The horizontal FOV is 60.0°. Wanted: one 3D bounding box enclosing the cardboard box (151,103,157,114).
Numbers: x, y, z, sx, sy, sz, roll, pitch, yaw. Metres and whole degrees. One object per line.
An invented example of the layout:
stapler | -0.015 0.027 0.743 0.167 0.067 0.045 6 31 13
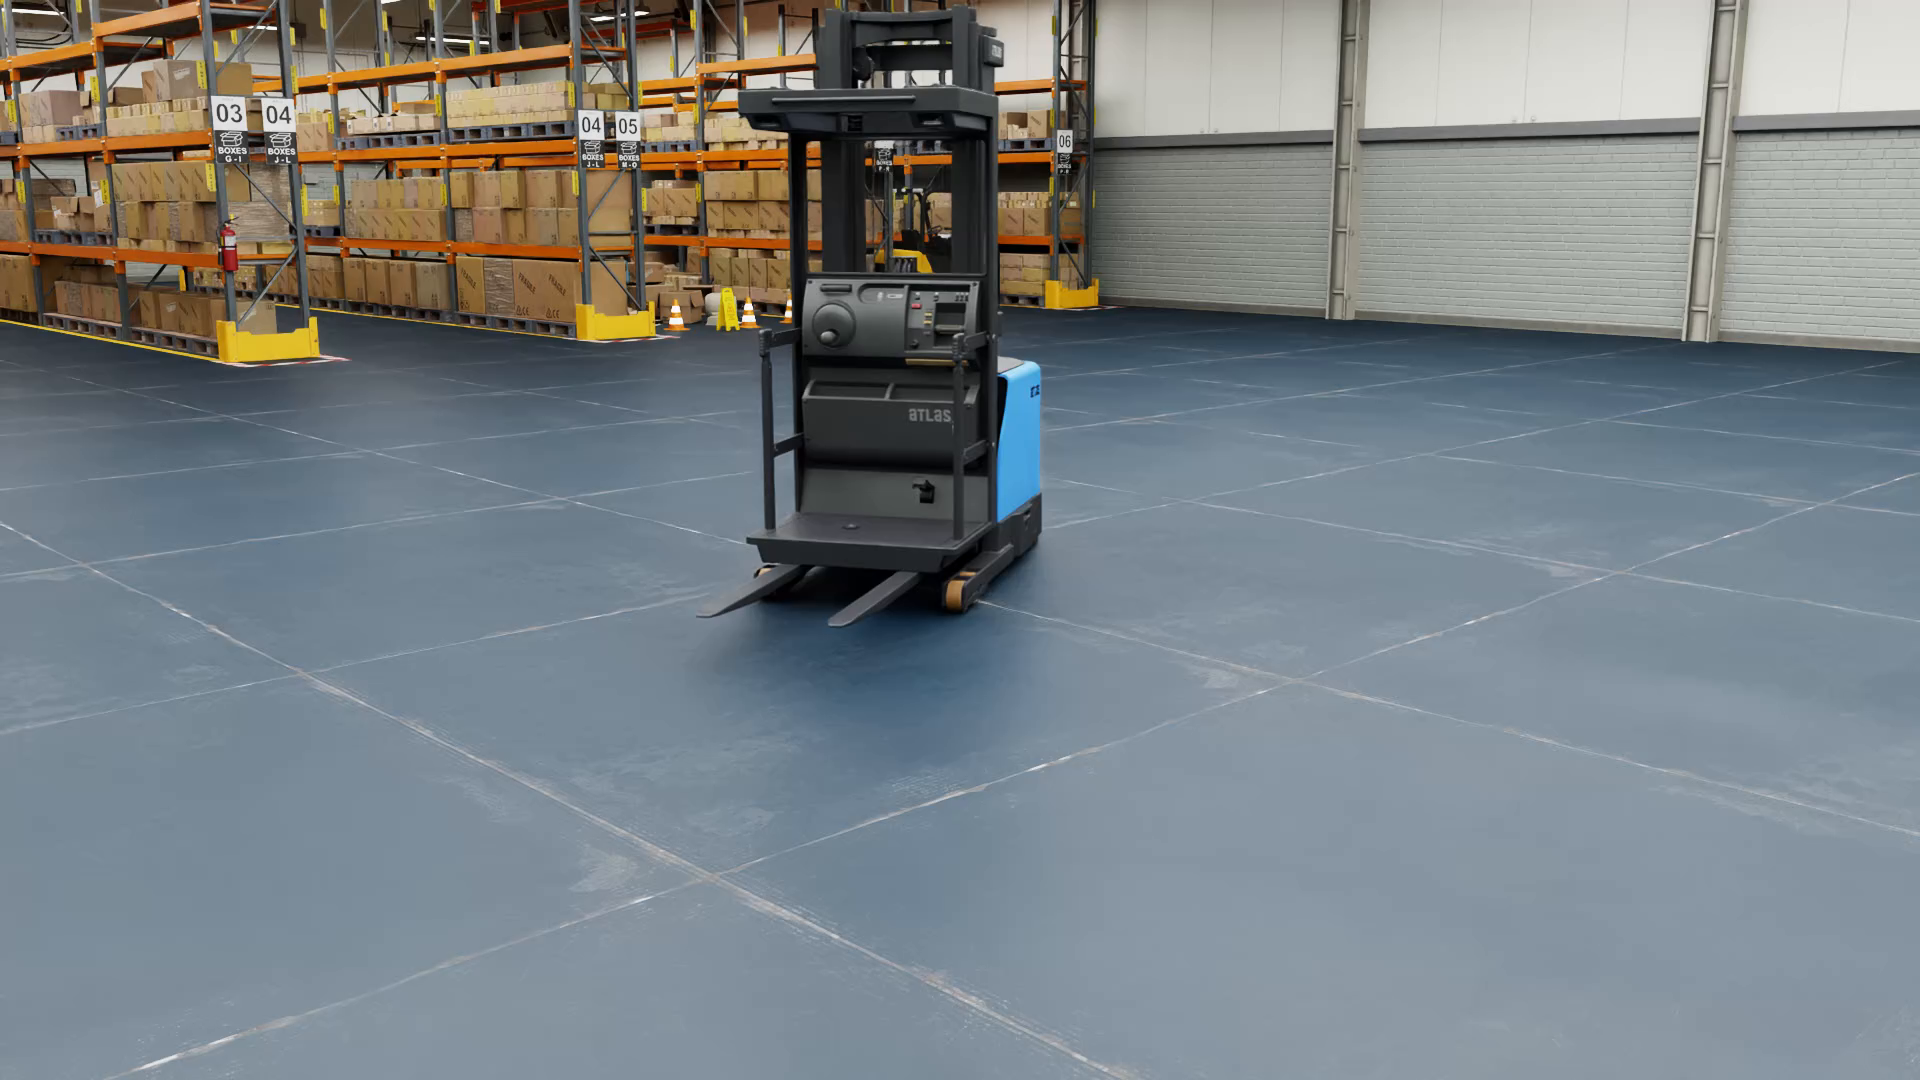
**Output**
cardboard box | -10.313 -5.621 21.713 0.380 0.149 0.250 -10 16 -41

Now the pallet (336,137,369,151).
pallet | -10.067 -6.889 28.950 1.213 0.211 1.003 -10 15 -40

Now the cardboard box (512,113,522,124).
cardboard box | -6.378 -6.219 24.564 0.380 0.149 0.250 -11 16 -42

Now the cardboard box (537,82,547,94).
cardboard box | -5.852 -6.499 23.945 0.380 0.149 0.250 -11 16 -42

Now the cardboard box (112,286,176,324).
cardboard box | -11.854 -3.423 24.195 0.500 0.500 0.700 10 15 41

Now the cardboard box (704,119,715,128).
cardboard box | -4.296 -7.365 29.438 0.380 0.149 0.250 -11 16 -44

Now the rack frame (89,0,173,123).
rack frame | -11.445 -7.277 22.932 1.000 3.000 0.127 -11 16 -43

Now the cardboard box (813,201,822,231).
cardboard box | -2.089 -5.371 27.565 0.500 0.500 0.500 -11 16 -44

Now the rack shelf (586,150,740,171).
rack shelf | -5.659 -7.128 31.427 1.077 0.370 4.000 -11 16 -43

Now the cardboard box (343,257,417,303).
cardboard box | -10.195 -4.601 29.346 1.050 0.750 0.750 -11 16 -43

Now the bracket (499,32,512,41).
bracket | -12.367 -13.741 45.384 0.235 0.232 0.430 -11 16 -43

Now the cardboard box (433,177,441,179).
cardboard box | -11.479 -8.005 36.998 0.250 0.149 0.380 11 16 44

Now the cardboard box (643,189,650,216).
cardboard box | -5.820 -6.380 31.420 0.500 0.500 0.500 11 16 43

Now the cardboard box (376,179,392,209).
cardboard box | -9.541 -5.923 28.499 0.700 0.500 0.500 -11 16 -43

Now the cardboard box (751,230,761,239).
cardboard box | -3.416 -5.318 28.913 0.380 0.149 0.250 -11 16 -42

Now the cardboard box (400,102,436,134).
cardboard box | -9.147 -7.157 28.247 0.500 0.500 0.500 -11 16 -43

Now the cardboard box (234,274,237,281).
cardboard box | -14.446 -5.299 33.483 0.380 0.149 0.250 -10 16 -41

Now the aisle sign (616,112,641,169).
aisle sign | -4.760 -5.736 23.877 0.394 0.787 0.004 -11 16 -43

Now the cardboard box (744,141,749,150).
cardboard box | -3.528 -6.837 28.851 0.250 0.149 0.380 11 16 43

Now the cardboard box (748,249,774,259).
cardboard box | -3.478 -5.000 29.053 0.380 0.149 0.250 -10 15 -39

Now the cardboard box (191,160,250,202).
cardboard box | -9.241 -4.485 20.785 0.500 0.500 0.500 -11 16 -43

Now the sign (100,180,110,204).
sign | -11.844 -4.828 23.043 0.100 0.325 0.005 -11 16 -43

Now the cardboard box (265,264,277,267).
cardboard box | -12.994 -5.387 31.920 0.500 0.250 0.500 11 16 43

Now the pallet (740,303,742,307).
pallet | -4.816 -4.467 31.072 1.003 0.211 1.213 -11 16 -43

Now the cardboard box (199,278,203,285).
cardboard box | -15.705 -5.428 34.849 0.380 0.149 0.250 -11 16 -43

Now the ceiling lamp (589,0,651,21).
ceiling lamp | -7.226 -12.948 35.992 0.800 3.185 2.000 -11 16 -43

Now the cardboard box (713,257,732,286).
cardboard box | -4.066 -4.822 29.799 0.500 0.500 0.500 -10 15 -40

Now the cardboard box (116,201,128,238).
cardboard box | -11.179 -4.459 23.137 0.875 0.500 0.500 -11 16 -43

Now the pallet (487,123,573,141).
pallet | -6.392 -6.142 25.076 1.003 0.211 1.213 -11 16 -43

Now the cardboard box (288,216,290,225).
cardboard box | -12.296 -5.917 30.778 0.250 0.149 0.380 11 16 43

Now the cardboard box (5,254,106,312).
cardboard box | -14.669 -4.191 27.046 0.875 0.875 1.225 11 16 43

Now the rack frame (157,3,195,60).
rack frame | -16.075 -9.705 34.716 1.000 3.000 0.127 -11 16 -43

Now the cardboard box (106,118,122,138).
cardboard box | -11.320 -5.633 22.758 0.500 0.250 0.500 11 16 43

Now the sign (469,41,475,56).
sign | -10.221 -10.287 34.834 0.100 0.325 0.005 -11 16 -43

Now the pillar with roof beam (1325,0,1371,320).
pillar with roof beam | 3.273 -7.518 24.102 9.100 9.000 0.400 -11 16 -43

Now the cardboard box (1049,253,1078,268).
cardboard box | 1.877 -5.273 31.369 0.500 0.250 0.500 -11 16 -43

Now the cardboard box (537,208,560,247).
cardboard box | -5.710 -4.630 24.579 0.875 0.550 0.550 -11 16 -43

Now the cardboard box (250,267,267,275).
cardboard box | -13.747 -5.299 32.749 0.380 0.149 0.250 -10 15 -41

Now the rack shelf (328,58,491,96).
rack shelf | -9.169 -7.697 27.745 1.077 0.370 4.000 -11 16 -43

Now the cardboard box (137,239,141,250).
cardboard box | -10.979 -4.036 22.692 0.380 0.149 0.250 -11 16 -43

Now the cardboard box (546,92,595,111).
cardboard box | -5.566 -6.260 23.775 0.500 0.250 0.500 -11 16 -42

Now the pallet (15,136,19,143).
pallet | -15.465 -6.549 27.298 1.003 0.211 1.213 -10 15 -40

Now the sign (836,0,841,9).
sign | -1.931 -8.535 26.330 0.100 0.325 0.005 -11 16 -43

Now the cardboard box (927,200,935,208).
cardboard box | -0.480 -6.658 32.938 0.380 0.149 0.250 -10 16 -41

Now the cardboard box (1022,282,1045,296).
cardboard box | 1.519 -4.712 31.121 0.500 0.250 0.500 -11 16 -42

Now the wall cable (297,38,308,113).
wall cable | -16.697 -11.200 41.974 0.463 3.000 0.029 -11 16 -43

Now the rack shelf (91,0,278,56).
rack shelf | -10.064 -6.631 21.588 1.077 0.370 4.000 -11 16 -43

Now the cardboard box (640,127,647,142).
cardboard box | -5.966 -7.605 31.699 0.797 0.503 0.637 -11 16 -43

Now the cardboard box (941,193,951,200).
cardboard box | -0.153 -6.723 32.517 0.380 0.149 0.250 -10 16 -41

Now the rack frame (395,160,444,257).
rack frame | -12.565 -7.471 38.741 1.000 3.000 0.127 -11 16 -43

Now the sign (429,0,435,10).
sign | -8.172 -8.372 25.737 0.100 0.325 0.005 -11 16 -43

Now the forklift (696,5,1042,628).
forklift | -0.412 -1.164 8.299 1.130 2.935 3.031 3 12 15
